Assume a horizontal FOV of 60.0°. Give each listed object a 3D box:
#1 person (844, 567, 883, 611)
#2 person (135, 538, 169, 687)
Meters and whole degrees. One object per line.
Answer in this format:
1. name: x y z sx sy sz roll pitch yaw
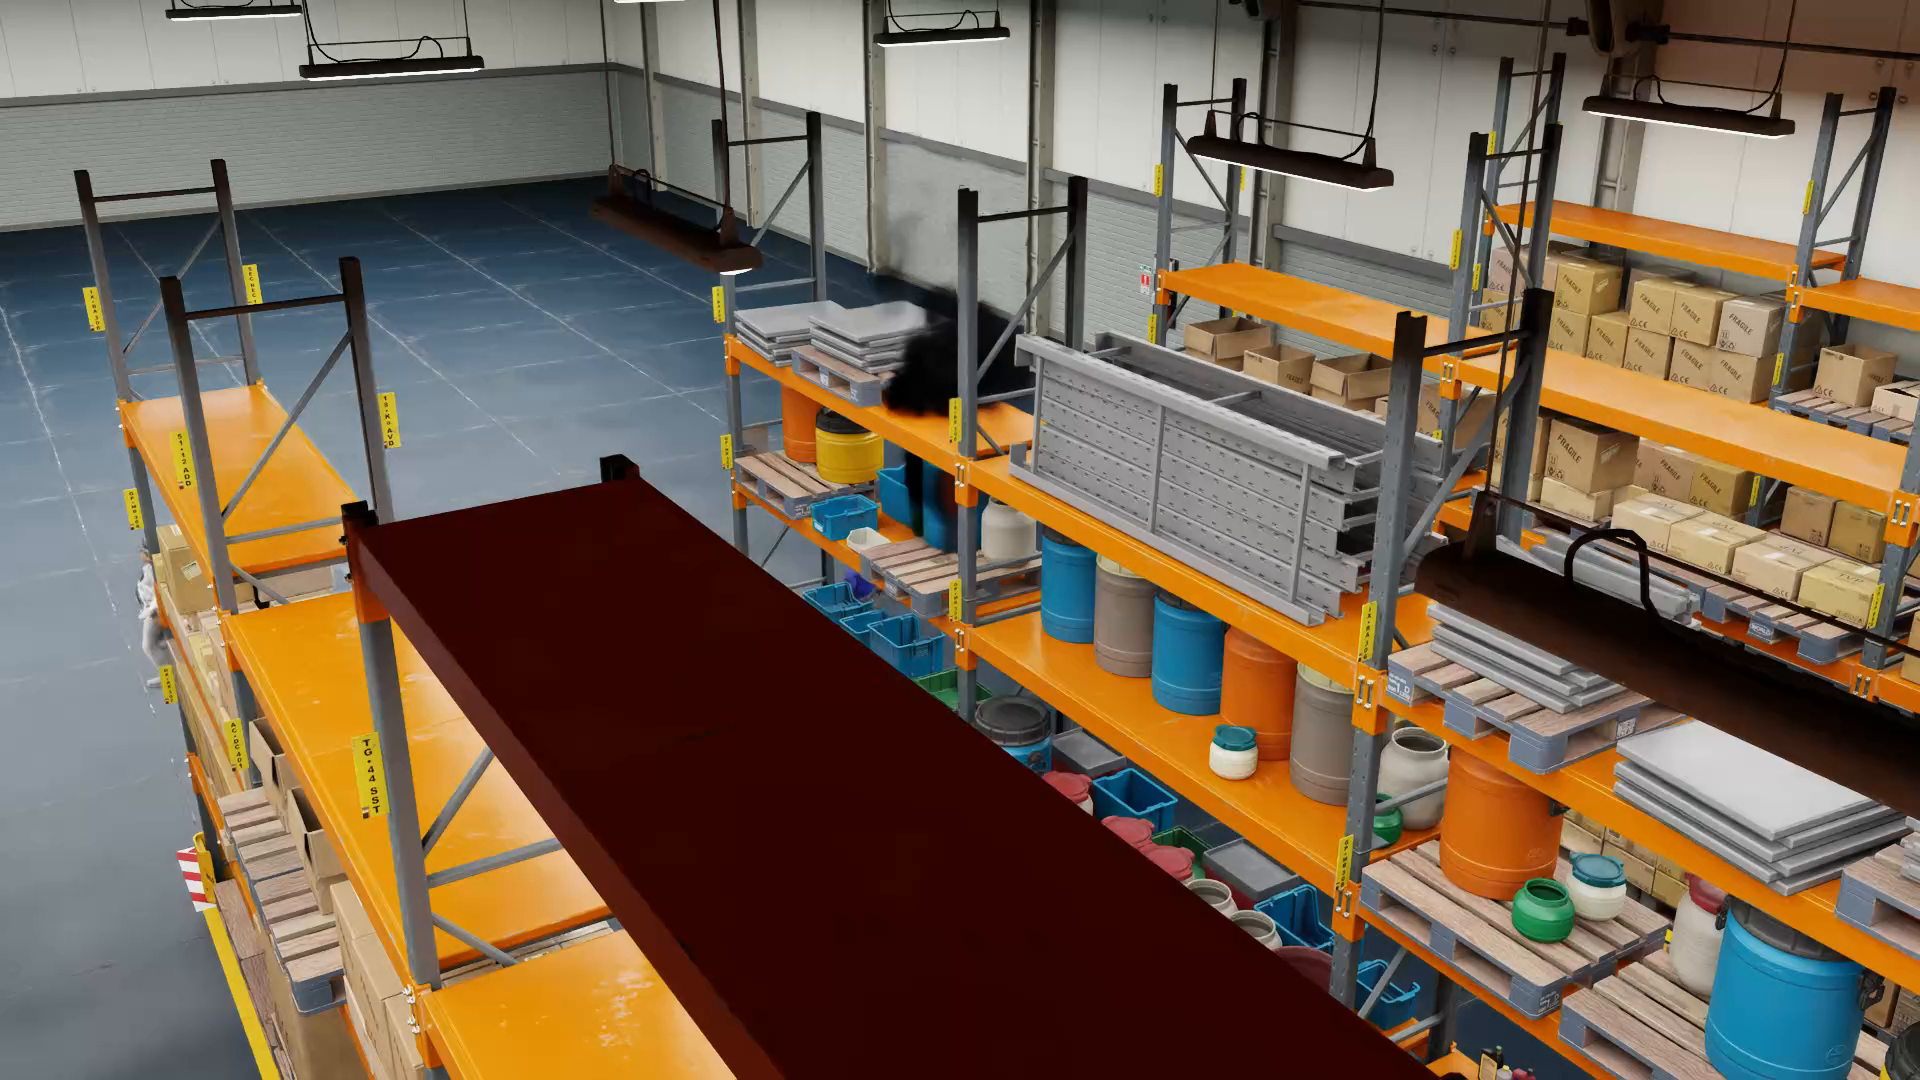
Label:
1. person: -0.967 0.739 17.420 0.823 1.641 0.607 17 27 35
2. person: -8.259 0.754 17.312 0.680 1.669 0.623 -2 22 -6
